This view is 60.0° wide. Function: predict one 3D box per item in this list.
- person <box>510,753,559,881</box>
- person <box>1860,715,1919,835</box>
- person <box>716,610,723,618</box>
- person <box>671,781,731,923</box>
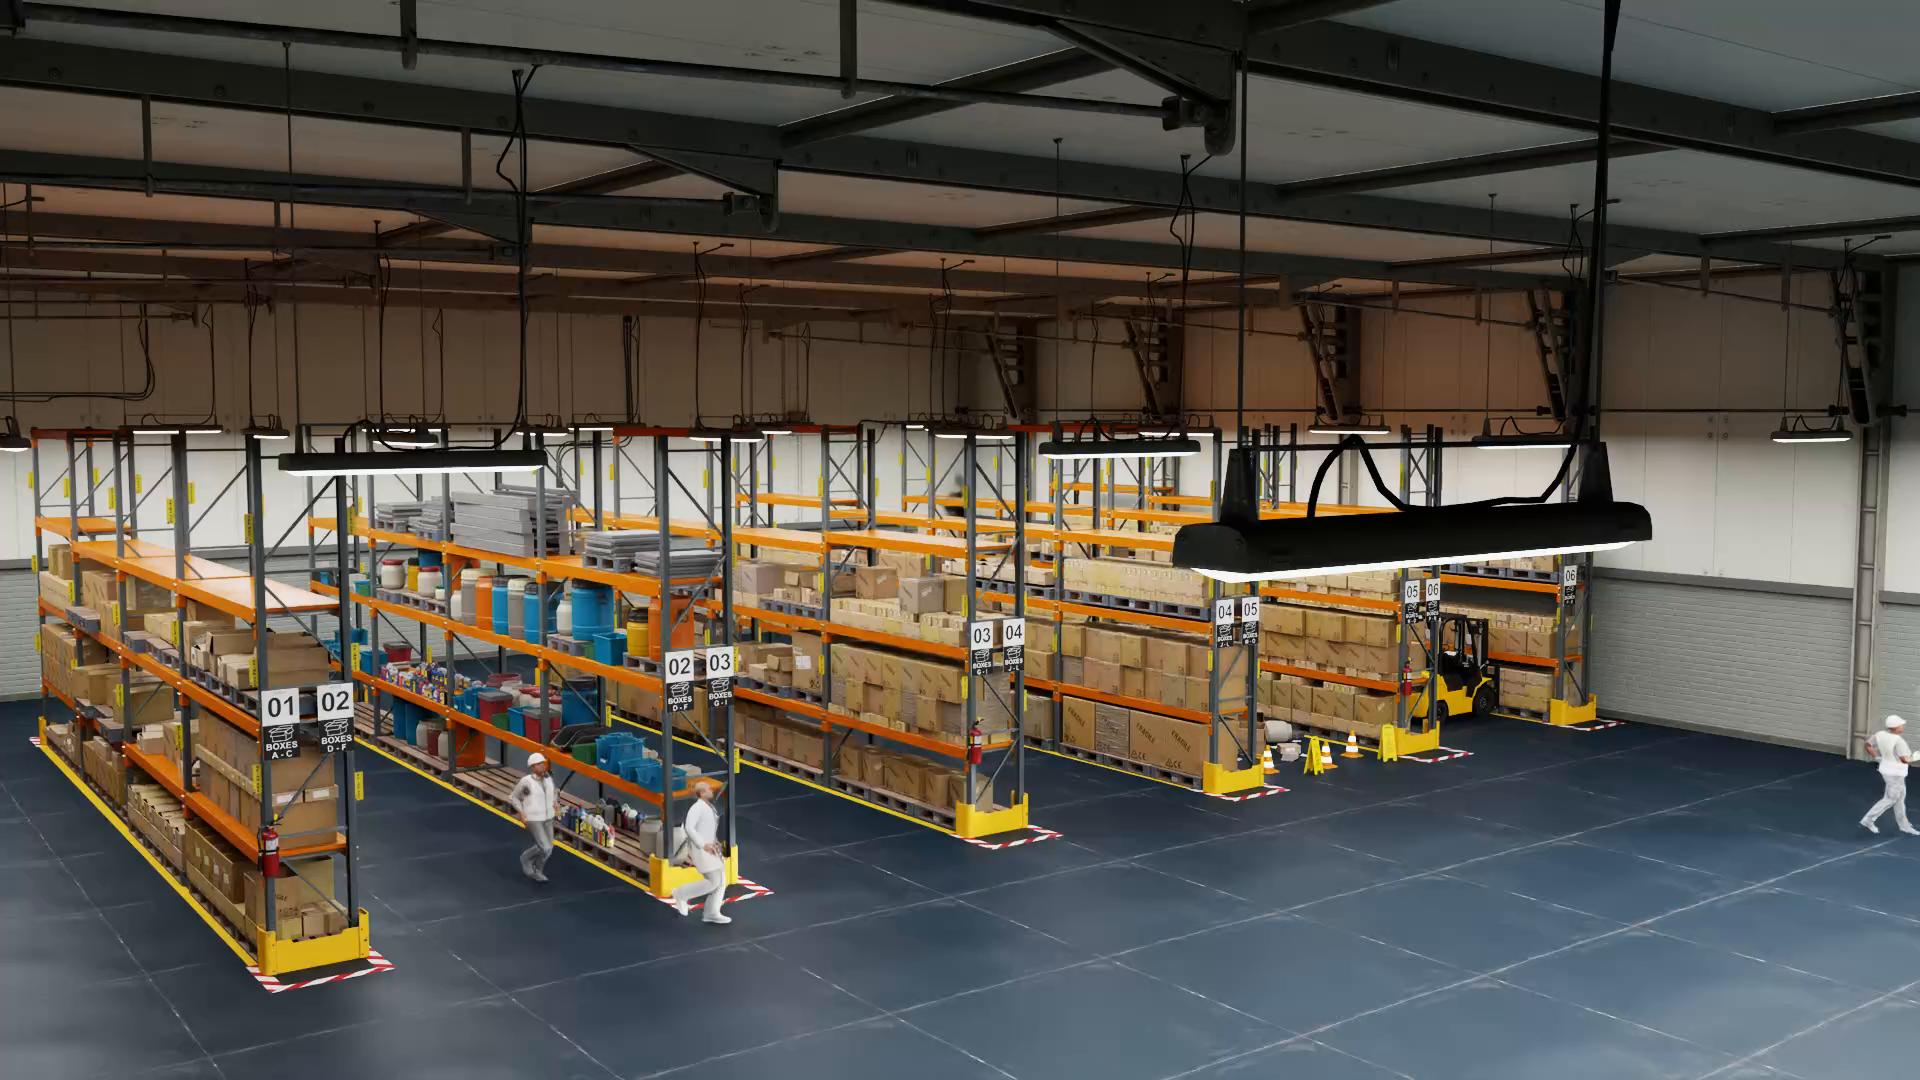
[{"bbox_3d":[-5.607,3.720,22.243,0.566,1.732,0.650,4,6,38],"label":"person"},{"bbox_3d":[13.792,3.484,24.575,0.923,1.803,0.675,0,4,4],"label":"person"},{"bbox_3d":[-6.029,2.217,41.155,0.706,1.749,0.631,2,5,29],"label":"person"},{"bbox_3d":[-3.173,3.853,20.662,0.746,1.703,0.760,0,4,4],"label":"person"}]
